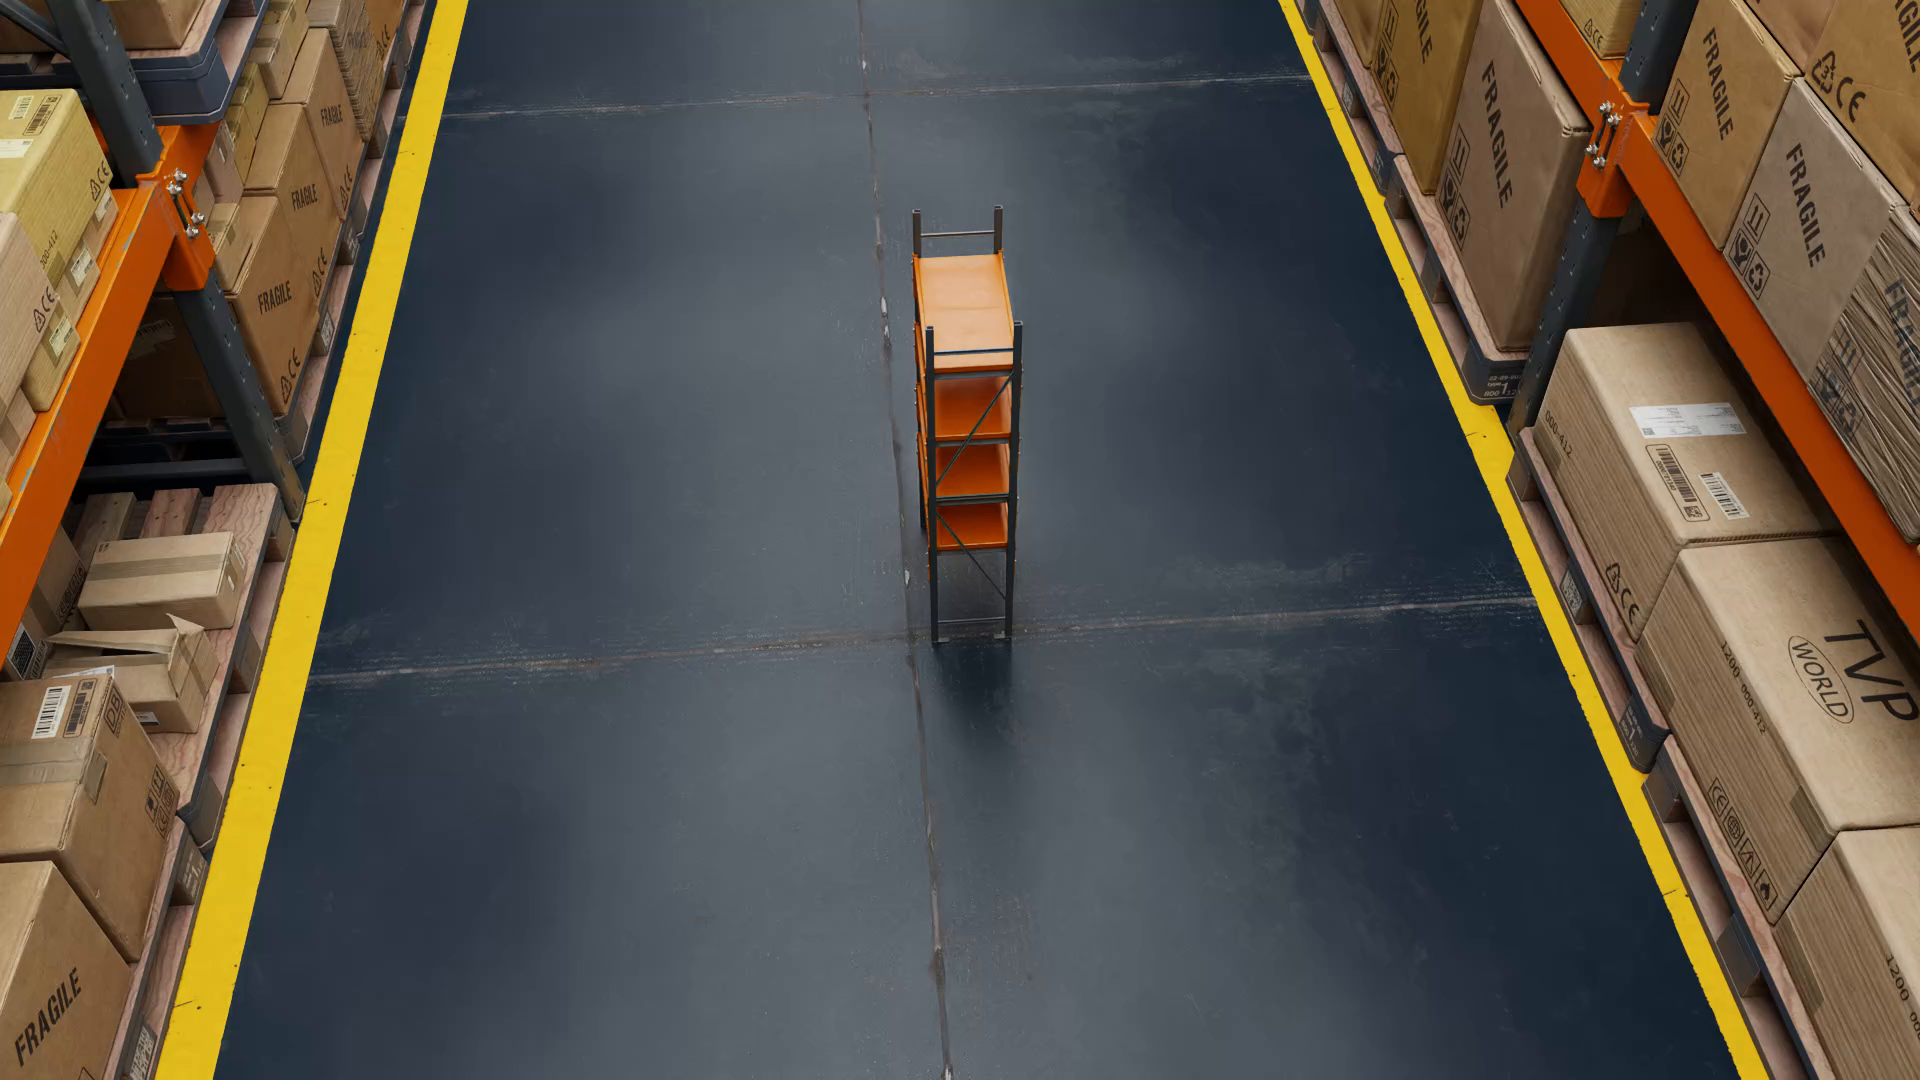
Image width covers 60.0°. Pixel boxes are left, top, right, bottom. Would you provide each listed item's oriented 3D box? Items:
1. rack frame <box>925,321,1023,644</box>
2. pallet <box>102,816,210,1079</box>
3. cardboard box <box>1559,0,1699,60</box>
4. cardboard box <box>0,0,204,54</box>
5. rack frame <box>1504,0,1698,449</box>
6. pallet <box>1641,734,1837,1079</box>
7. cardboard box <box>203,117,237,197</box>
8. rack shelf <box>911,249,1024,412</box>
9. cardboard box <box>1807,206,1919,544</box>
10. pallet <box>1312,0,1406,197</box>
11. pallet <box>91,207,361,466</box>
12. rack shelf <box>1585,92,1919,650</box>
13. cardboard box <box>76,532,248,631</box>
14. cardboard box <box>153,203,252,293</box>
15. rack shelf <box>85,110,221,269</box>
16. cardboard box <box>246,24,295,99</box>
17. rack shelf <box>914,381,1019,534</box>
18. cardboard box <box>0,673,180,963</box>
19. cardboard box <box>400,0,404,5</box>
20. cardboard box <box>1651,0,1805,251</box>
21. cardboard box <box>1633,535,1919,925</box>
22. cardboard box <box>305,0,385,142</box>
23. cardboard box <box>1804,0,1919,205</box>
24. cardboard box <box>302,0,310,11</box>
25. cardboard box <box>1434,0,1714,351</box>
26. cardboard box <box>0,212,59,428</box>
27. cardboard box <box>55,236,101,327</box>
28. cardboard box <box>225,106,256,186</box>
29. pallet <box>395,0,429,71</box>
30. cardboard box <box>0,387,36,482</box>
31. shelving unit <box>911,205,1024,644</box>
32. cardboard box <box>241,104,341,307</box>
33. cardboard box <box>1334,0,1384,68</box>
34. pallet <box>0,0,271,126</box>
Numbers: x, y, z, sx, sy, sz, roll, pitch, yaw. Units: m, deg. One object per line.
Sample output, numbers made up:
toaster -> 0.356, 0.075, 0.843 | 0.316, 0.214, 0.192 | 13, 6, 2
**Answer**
rack frame -> 0.034, -0.116, 4.534 | 0.240, 1.200, 0.015 | -3, 47, -3
pallet -> -2.444, 1.247, 3.924 | 1.003, 0.211, 1.213 | -3, 47, -3
cardboard box -> 2.051, -1.656, 4.856 | 0.500, 0.250, 0.500 | -4, 47, -4
cardboard box -> -2.423, -1.636, 4.376 | 0.700, 0.500, 0.500 | -2, 47, -2
rack frame -> 2.340, -1.398, 4.508 | 1.000, 3.000, 0.127 | -3, 47, -3
pallet -> 2.431, 1.000, 4.157 | 1.003, 0.211, 1.213 | -3, 47, -3
cardboard box -> -2.440, -1.165, 5.068 | 0.380, 0.149, 0.250 | -6, 47, -5
rack shelf -> 0.014, -0.563, 4.416 | 0.258, 0.148, 0.480 | -3, 47, -3
cardboard box -> 2.192, -0.353, 3.449 | 0.500, 0.500, 0.500 | -3, 47, -3
pallet -> 2.095, -1.878, 6.883 | 1.003, 0.211, 1.213 | -3, 47, -3
pallet -> -2.712, -0.721, 5.788 | 1.003, 0.211, 1.213 | -3, 47, -3
rack shelf -> 2.508, 0.296, 3.399 | 1.077, 0.370, 4.000 | -3, 47, -3
cardboard box -> -2.267, 0.127, 4.738 | 0.380, 0.149, 0.250 | -5, 47, -4
cardboard box -> -2.371, -0.877, 5.001 | 0.380, 0.149, 0.250 | -1, 47, -1
rack shelf -> -2.773, -2.293, 5.852 | 1.077, 0.370, 4.000 | -3, 47, -3
cardboard box -> -2.524, -1.639, 5.722 | 0.380, 0.149, 0.250 | -4, 47, -3
rack shelf -> 0.014, -0.247, 4.750 | 0.258, 0.148, 0.480 | -3, 47, -3
cardboard box -> -2.347, 0.695, 3.958 | 0.700, 0.500, 0.500 | -5, 47, -5
cardboard box -> -2.660, -2.617, 7.095 | 0.500, 0.500, 0.500 | -4, 47, -4
cardboard box -> 2.118, -1.077, 4.135 | 0.500, 0.500, 0.500 | -2, 47, -2
cardboard box -> 2.361, 0.447, 4.236 | 0.875, 0.438, 0.875 | -5, 47, -4
cardboard box -> -2.551, -1.864, 6.382 | 0.500, 0.500, 0.500 | -5, 47, -5
cardboard box -> 2.175, -1.051, 3.422 | 0.500, 0.500, 0.500 | -4, 47, -4
cardboard box -> -2.594, -2.012, 6.075 | 0.380, 0.149, 0.250 | -3, 47, -3
cardboard box -> 2.208, -1.256, 5.547 | 0.875, 0.875, 0.875 | -2, 47, -2
cardboard box -> -2.263, -0.429, 3.489 | 0.500, 0.250, 0.500 | -3, 47, -3
cardboard box -> -2.284, -0.605, 3.930 | 0.380, 0.149, 0.250 | -2, 47, -2
cardboard box -> -2.504, -1.258, 5.361 | 0.380, 0.149, 0.250 | -6, 47, -5
pallet -> -2.916, -2.486, 7.460 | 1.003, 0.211, 1.213 | -3, 47, -3
cardboard box -> -2.243, -0.227, 3.572 | 0.380, 0.149, 0.250 | -2, 47, -2
shelving unit -> 0.014, -0.293, 4.701 | 0.258, 1.200, 0.503 | -3, 47, -3
cardboard box -> -2.476, -1.127, 5.684 | 0.500, 0.500, 0.500 | -4, 47, -4
cardboard box -> 2.051, -2.556, 6.779 | 0.875, 0.875, 0.875 | -3, 47, -3
pallet -> -2.564, -1.613, 4.844 | 1.003, 0.211, 1.213 | -3, 47, -3
